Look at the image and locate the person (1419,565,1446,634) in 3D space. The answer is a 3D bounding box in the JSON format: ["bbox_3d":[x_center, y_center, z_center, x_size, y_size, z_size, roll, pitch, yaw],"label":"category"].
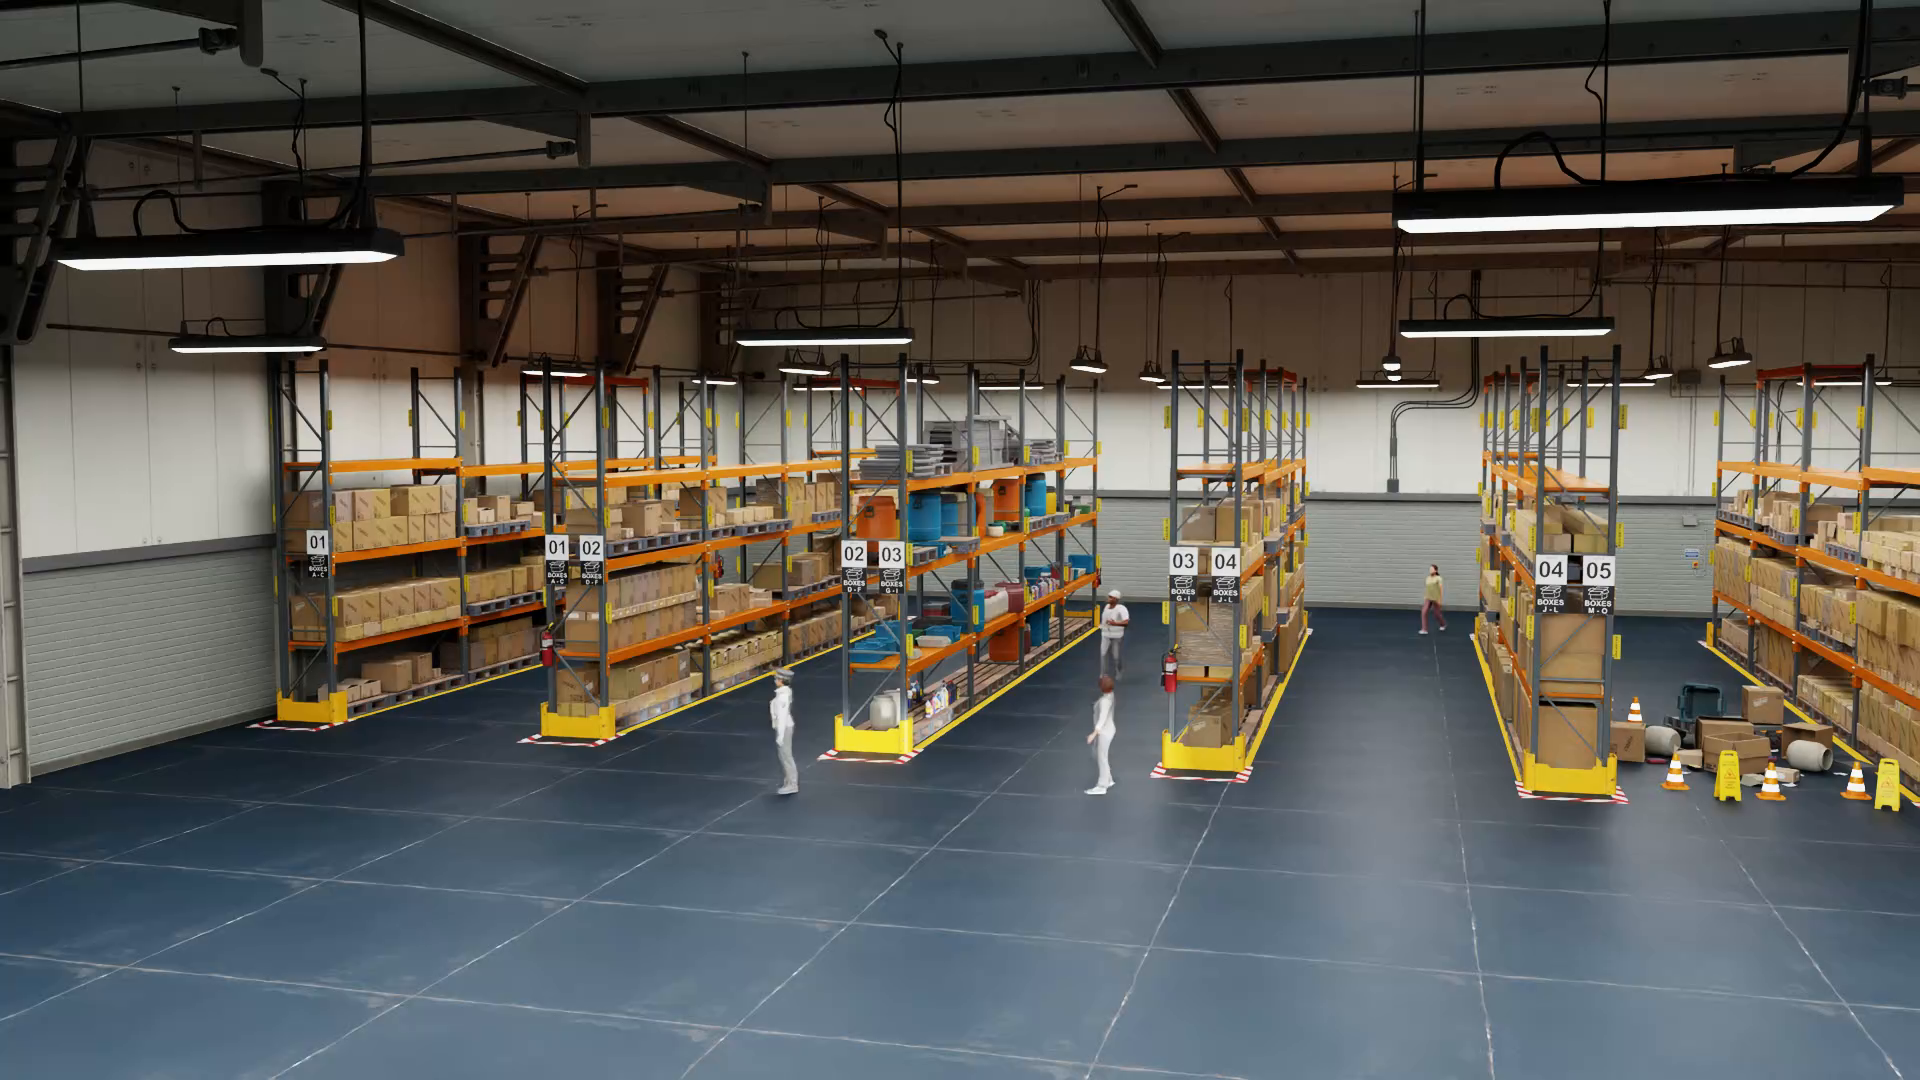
[{"bbox_3d":[11.075,1.383,38.926,0.517,1.628,0.929,3,5,39],"label":"person"}]

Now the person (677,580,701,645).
[{"bbox_3d":[-6.144,1.457,37.261,0.743,1.738,1.092,1,4,11],"label":"person"}]

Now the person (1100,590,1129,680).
[{"bbox_3d":[2.929,1.837,31.238,0.580,1.807,0.847,1,4,19],"label":"person"}]

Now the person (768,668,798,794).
[{"bbox_3d":[-2.373,2.570,22.308,0.388,1.720,0.597,-1,4,-7],"label":"person"}]

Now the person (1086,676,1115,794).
[{"bbox_3d":[1.886,2.607,22.303,0.391,1.610,0.507,0,4,2],"label":"person"}]
